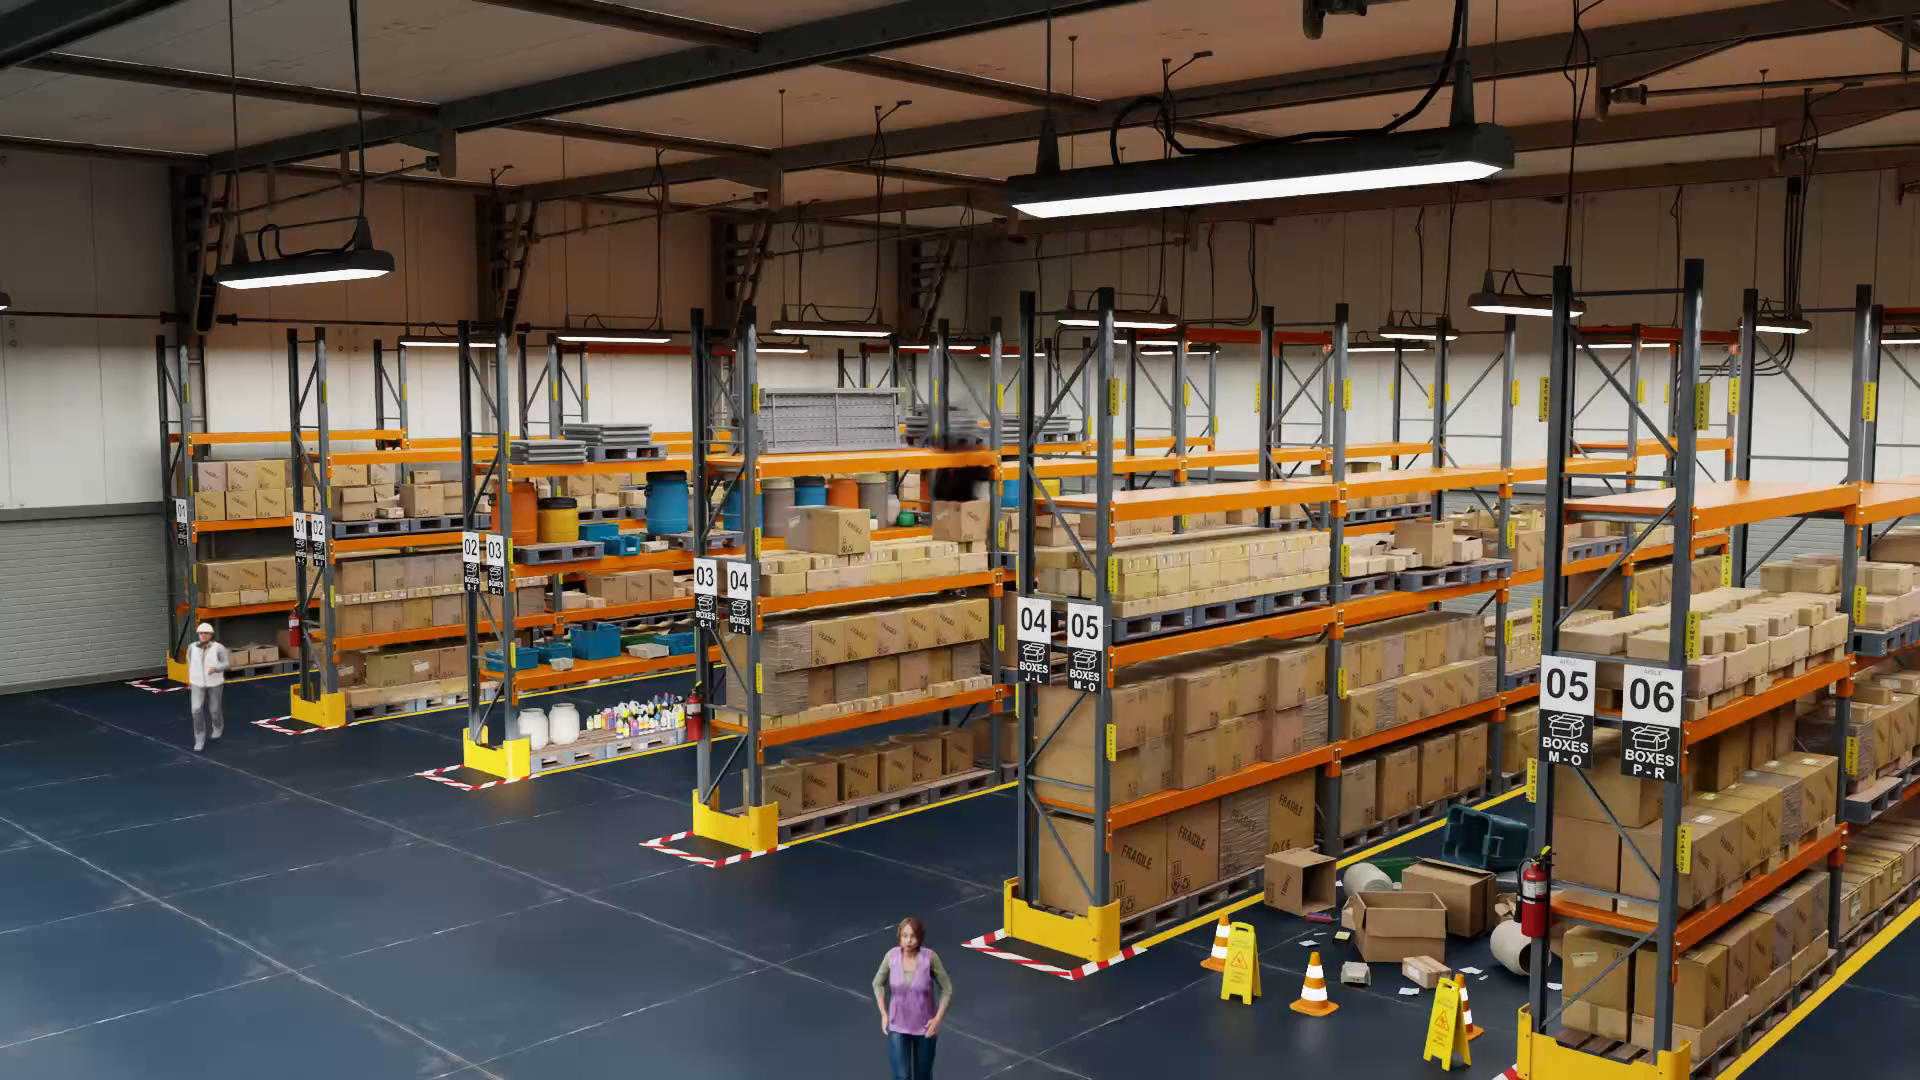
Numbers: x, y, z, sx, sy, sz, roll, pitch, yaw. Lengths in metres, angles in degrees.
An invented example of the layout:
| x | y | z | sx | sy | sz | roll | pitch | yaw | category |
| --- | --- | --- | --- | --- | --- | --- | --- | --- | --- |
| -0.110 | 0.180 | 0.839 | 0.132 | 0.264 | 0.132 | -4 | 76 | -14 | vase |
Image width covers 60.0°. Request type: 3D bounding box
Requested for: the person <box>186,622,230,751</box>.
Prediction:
| x | y | z | sx | sy | sz | roll | pitch | yaw | category |
| --- | --- | --- | --- | --- | --- | --- | --- | --- | --- |
| -10.725 | 2.069 | 23.730 | 0.597 | 1.816 | 0.873 | -2 | 6 | -17 | person |

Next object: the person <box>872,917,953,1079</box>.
| x | y | z | sx | sy | sz | roll | pitch | yaw | category |
| --- | --- | --- | --- | --- | --- | --- | --- | --- | --- |
| -0.327 | 3.327 | 11.391 | 0.557 | 1.577 | 0.705 | 0 | 5 | 2 | person |
